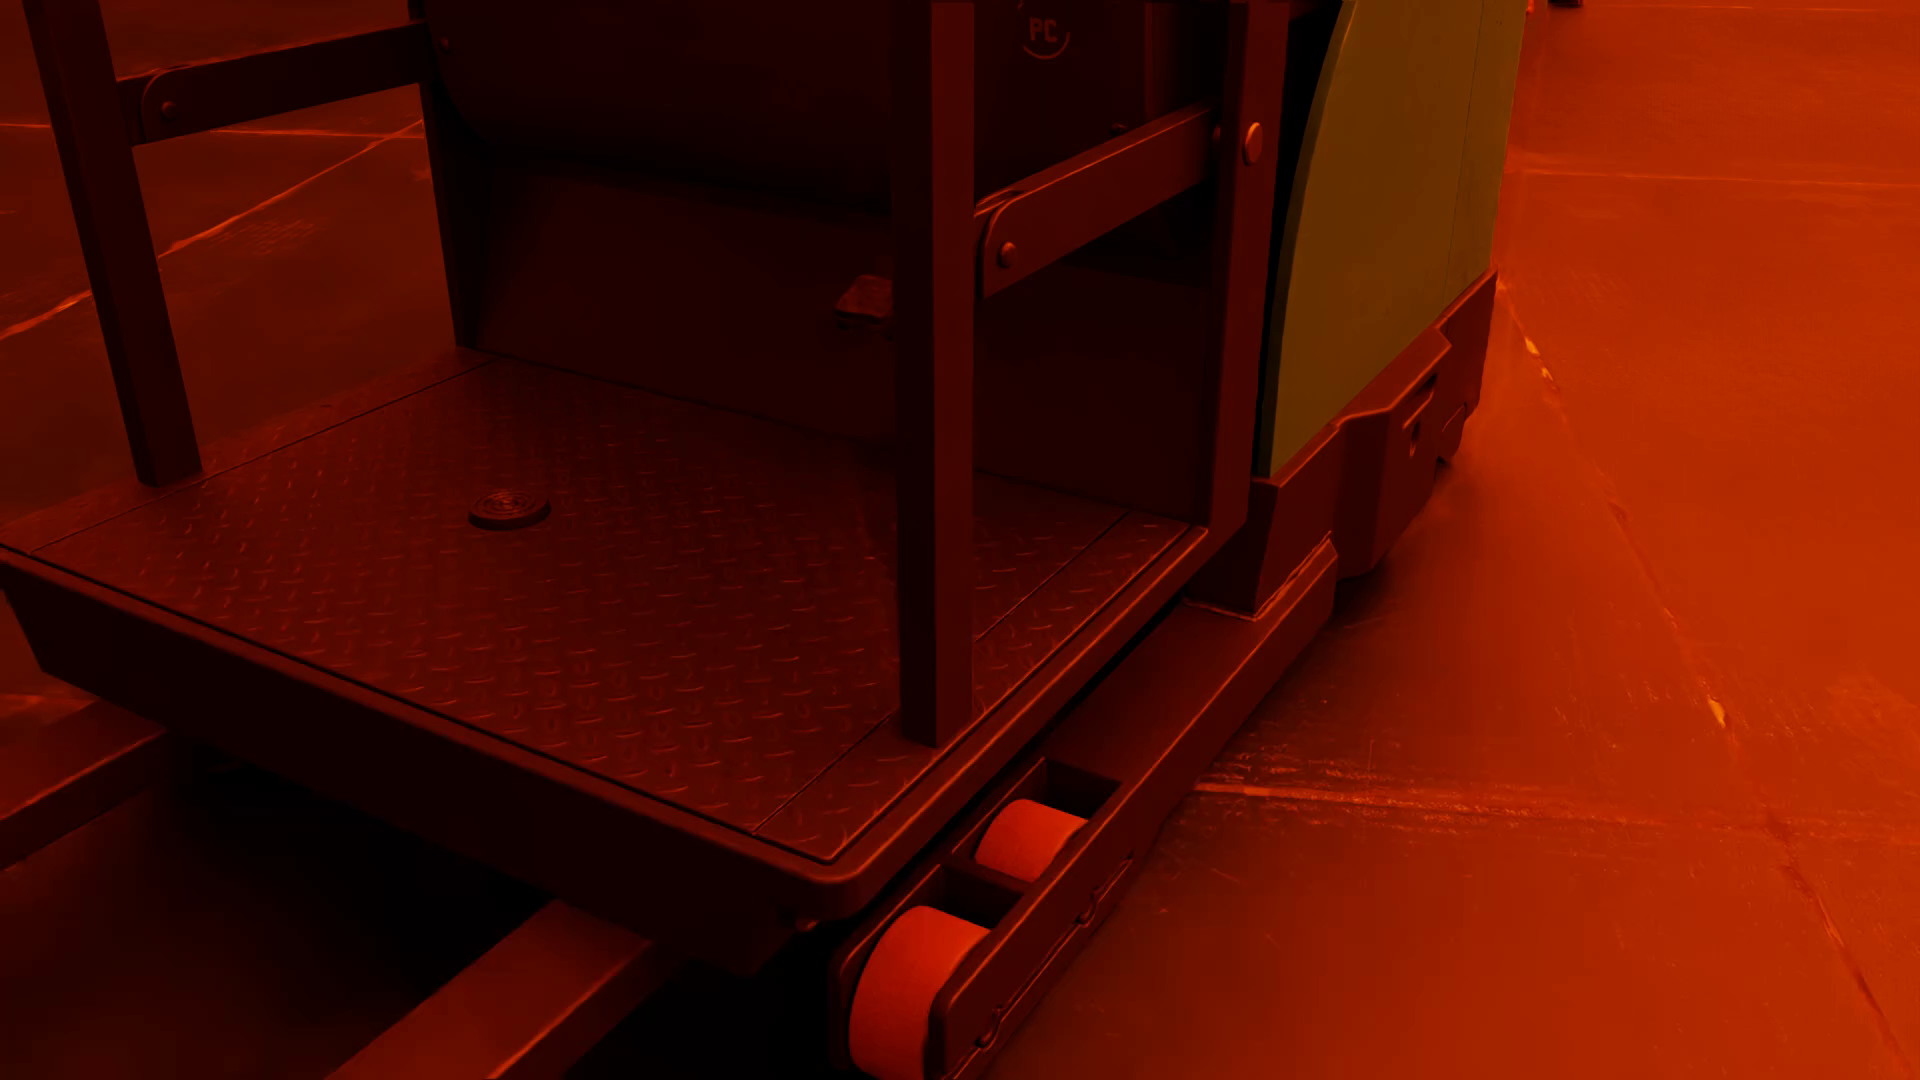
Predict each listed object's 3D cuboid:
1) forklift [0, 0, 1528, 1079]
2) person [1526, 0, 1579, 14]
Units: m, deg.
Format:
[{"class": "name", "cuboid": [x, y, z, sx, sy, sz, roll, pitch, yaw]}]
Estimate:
[{"class": "forklift", "cuboid": [-0.309, -1.047, 1.315, 1.130, 2.935, 3.031, 15, 30, 27]}, {"class": "person", "cuboid": [2.385, -3.000, 6.618, 0.989, 1.793, 0.515, 3, 27, 6]}]
